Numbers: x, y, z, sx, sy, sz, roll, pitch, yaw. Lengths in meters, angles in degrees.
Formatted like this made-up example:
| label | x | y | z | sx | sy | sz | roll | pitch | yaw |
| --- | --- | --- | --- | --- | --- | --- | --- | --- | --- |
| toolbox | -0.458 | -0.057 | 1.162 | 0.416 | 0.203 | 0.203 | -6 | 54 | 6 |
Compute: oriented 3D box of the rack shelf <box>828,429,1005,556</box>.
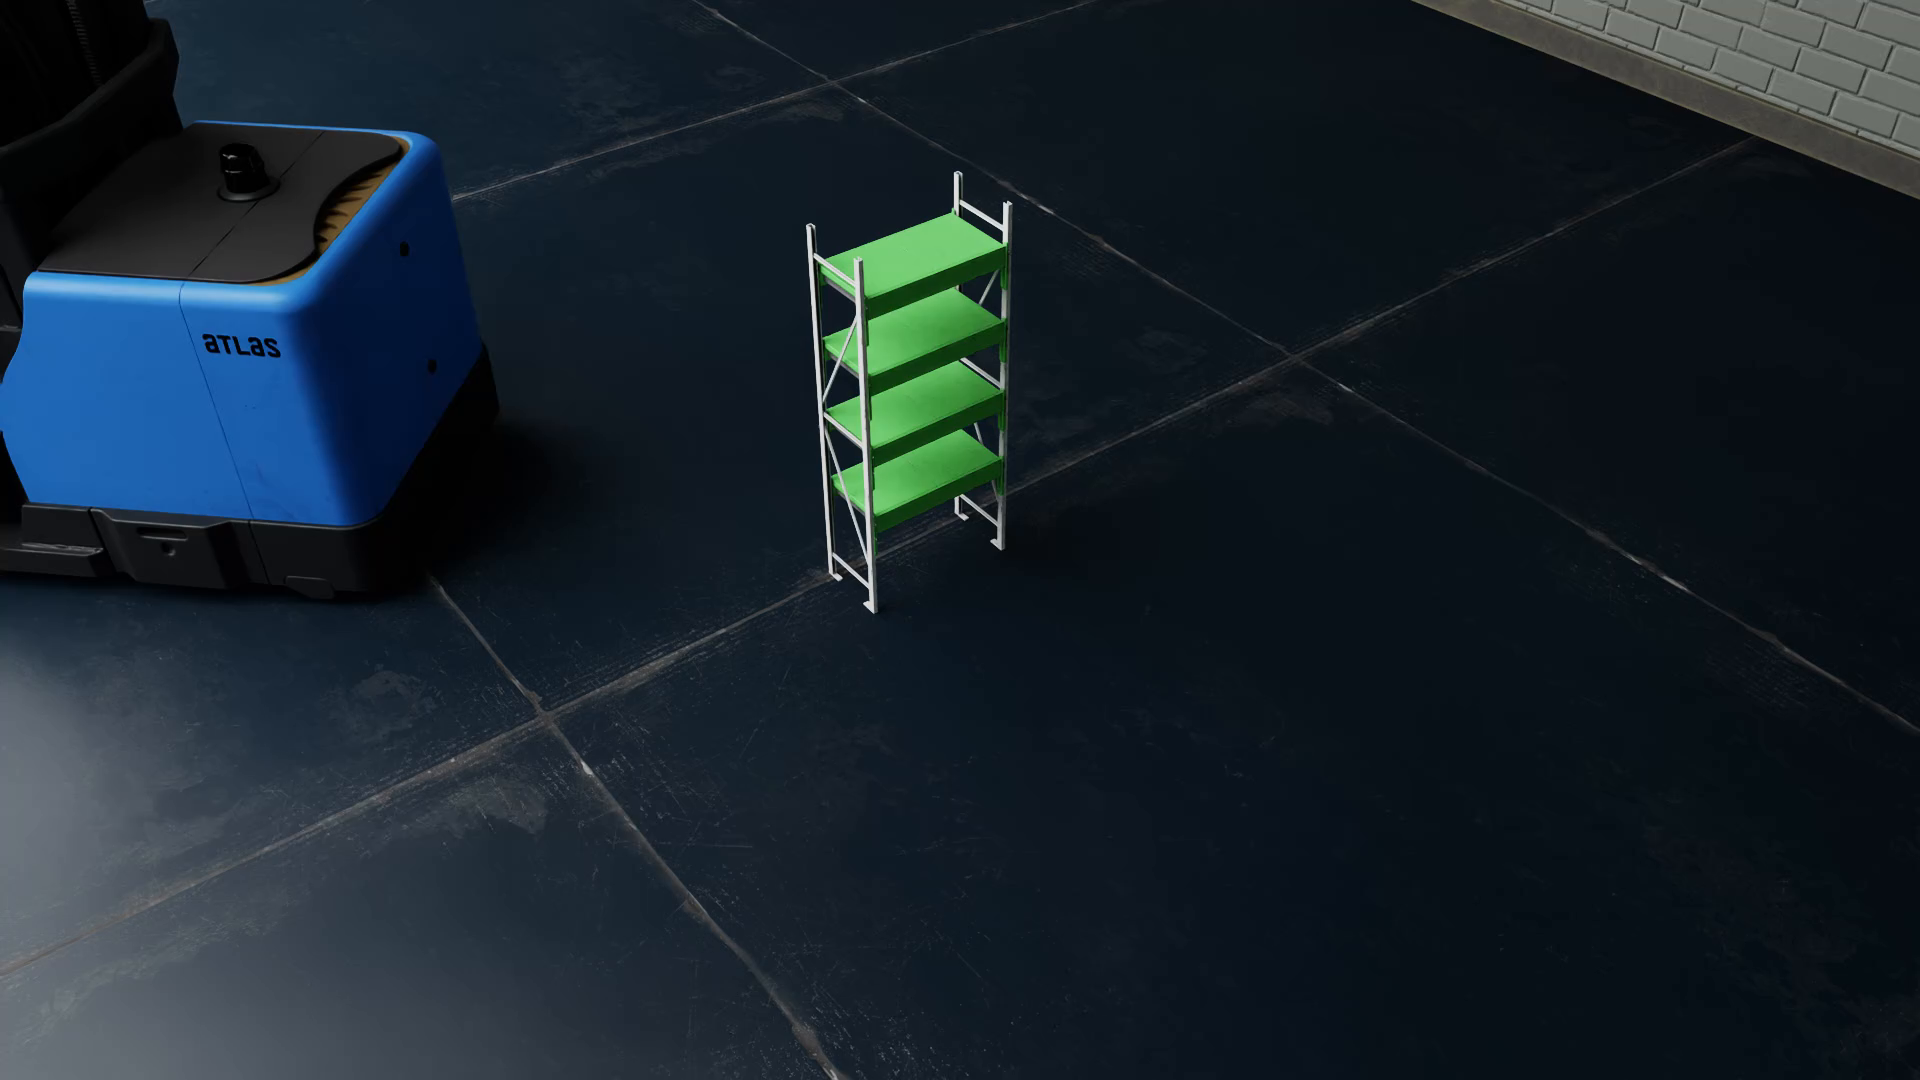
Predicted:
| label | x | y | z | sx | sy | sz | roll | pitch | yaw |
| --- | --- | --- | --- | --- | --- | --- | --- | --- | --- |
| rack shelf | -0.131 | -0.165 | 4.984 | 0.480 | 0.148 | 0.258 | -26 | 46 | -28 |

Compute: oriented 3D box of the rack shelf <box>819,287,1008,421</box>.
| label | x | y | z | sx | sy | sz | roll | pitch | yaw |
| --- | --- | --- | --- | --- | --- | --- | --- | --- | --- |
| rack shelf | -0.131 | -0.536 | 4.680 | 0.480 | 0.148 | 0.258 | -26 | 46 | -28 |

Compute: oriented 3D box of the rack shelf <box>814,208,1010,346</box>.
| label | x | y | z | sx | sy | sz | roll | pitch | yaw |
| --- | --- | --- | --- | --- | --- | --- | --- | --- | --- |
| rack shelf | -0.131 | -0.722 | 4.528 | 0.480 | 0.148 | 0.258 | -26 | 46 | -28 |

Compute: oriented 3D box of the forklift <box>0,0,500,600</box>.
| label | x | y | z | sx | sy | sz | roll | pitch | yaw |
| --- | --- | --- | --- | --- | --- | --- | --- | --- | --- |
| forklift | -3.127 | -1.360 | 4.597 | 3.031 | 2.935 | 1.130 | 4 | 40 | 5 |

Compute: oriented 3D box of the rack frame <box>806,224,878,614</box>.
| label | x | y | z | sx | sy | sz | roll | pitch | yaw |
| --- | --- | --- | --- | --- | --- | --- | --- | --- | --- |
| rack frame | -0.325 | -0.306 | 4.677 | 0.015 | 1.200 | 0.240 | -26 | 46 | -28 |

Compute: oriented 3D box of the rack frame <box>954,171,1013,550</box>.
| label | x | y | z | sx | sy | sz | roll | pitch | yaw |
| --- | --- | --- | --- | --- | --- | --- | --- | --- | --- |
| rack frame | 0.062 | -0.494 | 4.906 | 0.015 | 1.200 | 0.240 | -26 | 46 | -28 |

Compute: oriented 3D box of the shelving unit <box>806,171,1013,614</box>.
| label | x | y | z | sx | sy | sz | roll | pitch | yaw |
| --- | --- | --- | --- | --- | --- | --- | --- | --- | --- |
| shelving unit | -0.131 | -0.400 | 4.791 | 0.503 | 1.200 | 0.258 | -26 | 46 | -28 |

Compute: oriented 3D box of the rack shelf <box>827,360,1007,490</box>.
| label | x | y | z | sx | sy | sz | roll | pitch | yaw |
| --- | --- | --- | --- | --- | --- | --- | --- | --- | --- |
| rack shelf | -0.131 | -0.351 | 4.832 | 0.480 | 0.148 | 0.258 | -26 | 46 | -28 |
